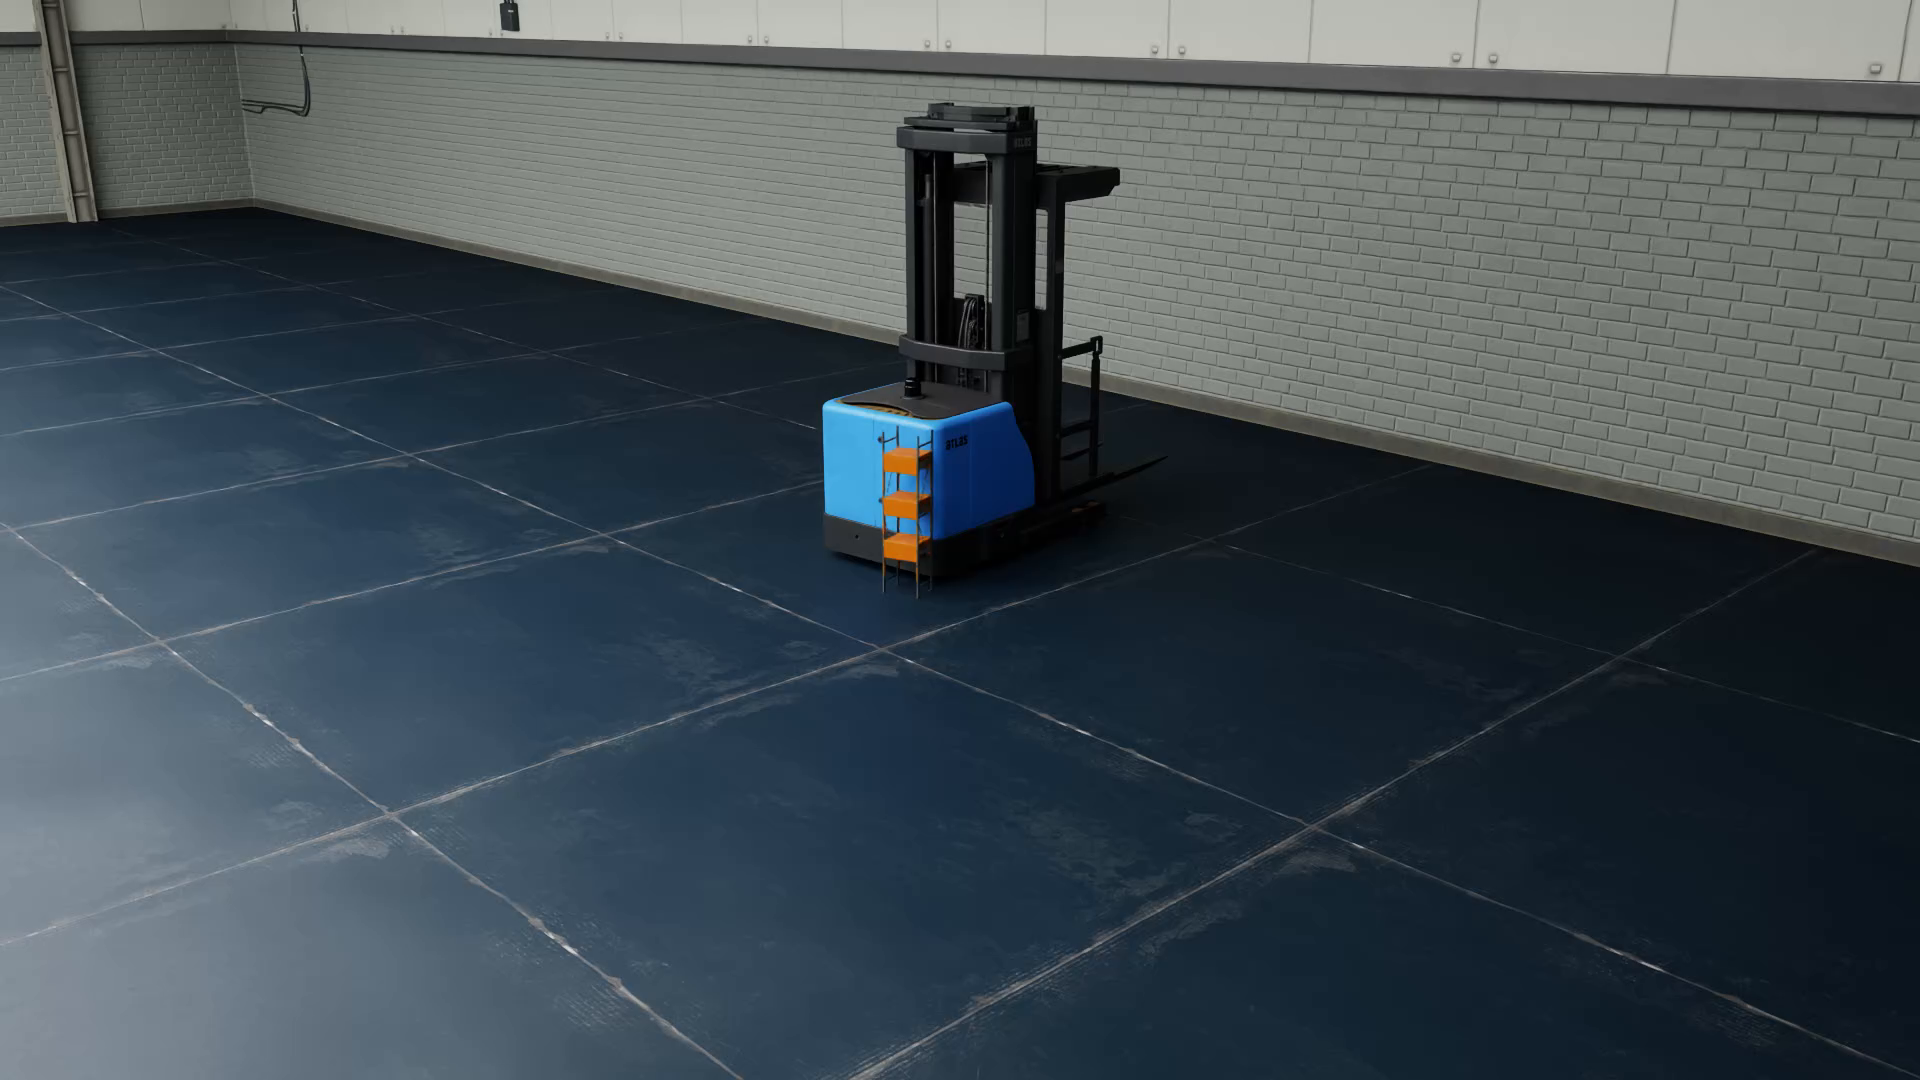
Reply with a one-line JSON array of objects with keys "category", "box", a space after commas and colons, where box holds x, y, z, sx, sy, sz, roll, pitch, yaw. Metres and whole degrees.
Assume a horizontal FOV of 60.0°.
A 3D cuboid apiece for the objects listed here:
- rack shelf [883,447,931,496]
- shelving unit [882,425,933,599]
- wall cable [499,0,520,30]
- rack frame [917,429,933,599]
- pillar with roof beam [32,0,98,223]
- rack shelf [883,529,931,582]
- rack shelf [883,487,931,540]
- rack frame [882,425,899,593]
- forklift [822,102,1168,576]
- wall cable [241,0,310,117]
[{"category": "rack shelf", "box": [-0.325, -0.438, 10.362, 0.240, 0.259, 0.215, 9, 19, 25]}, {"category": "shelving unit", "box": [-0.327, -0.177, 10.442, 0.252, 1.050, 0.215, 9, 19, 25]}, {"category": "wall cable", "box": [-5.426, -9.547, 20.946, 0.169, 6.003, 2.305, -16, 24, -41]}, {"category": "rack frame", "box": [-0.218, -0.160, 10.390, 0.008, 1.050, 0.200, 9, 19, 25]}, {"category": "pillar with roof beam", "box": [-12.029, -8.767, 24.056, 0.400, 9.000, 9.100, -16, 24, -41]}, {"category": "rack shelf", "box": [-0.330, 0.099, 10.528, 0.240, 0.259, 0.215, 9, 19, 25]}, {"category": "rack shelf", "box": [-0.327, -0.166, 10.446, 0.240, 0.259, 0.215, 9, 19, 25]}, {"category": "rack frame", "box": [-0.436, -0.194, 10.495, 0.008, 1.050, 0.200, 9, 19, 25]}, {"category": "forklift", "box": [0.399, -1.545, 11.618, 1.130, 2.935, 3.031, 14, 23, 37]}, {"category": "wall cable", "box": [-11.937, -8.583, 28.522, 0.112, 2.526, 3.097, -16, 24, -41]}]
